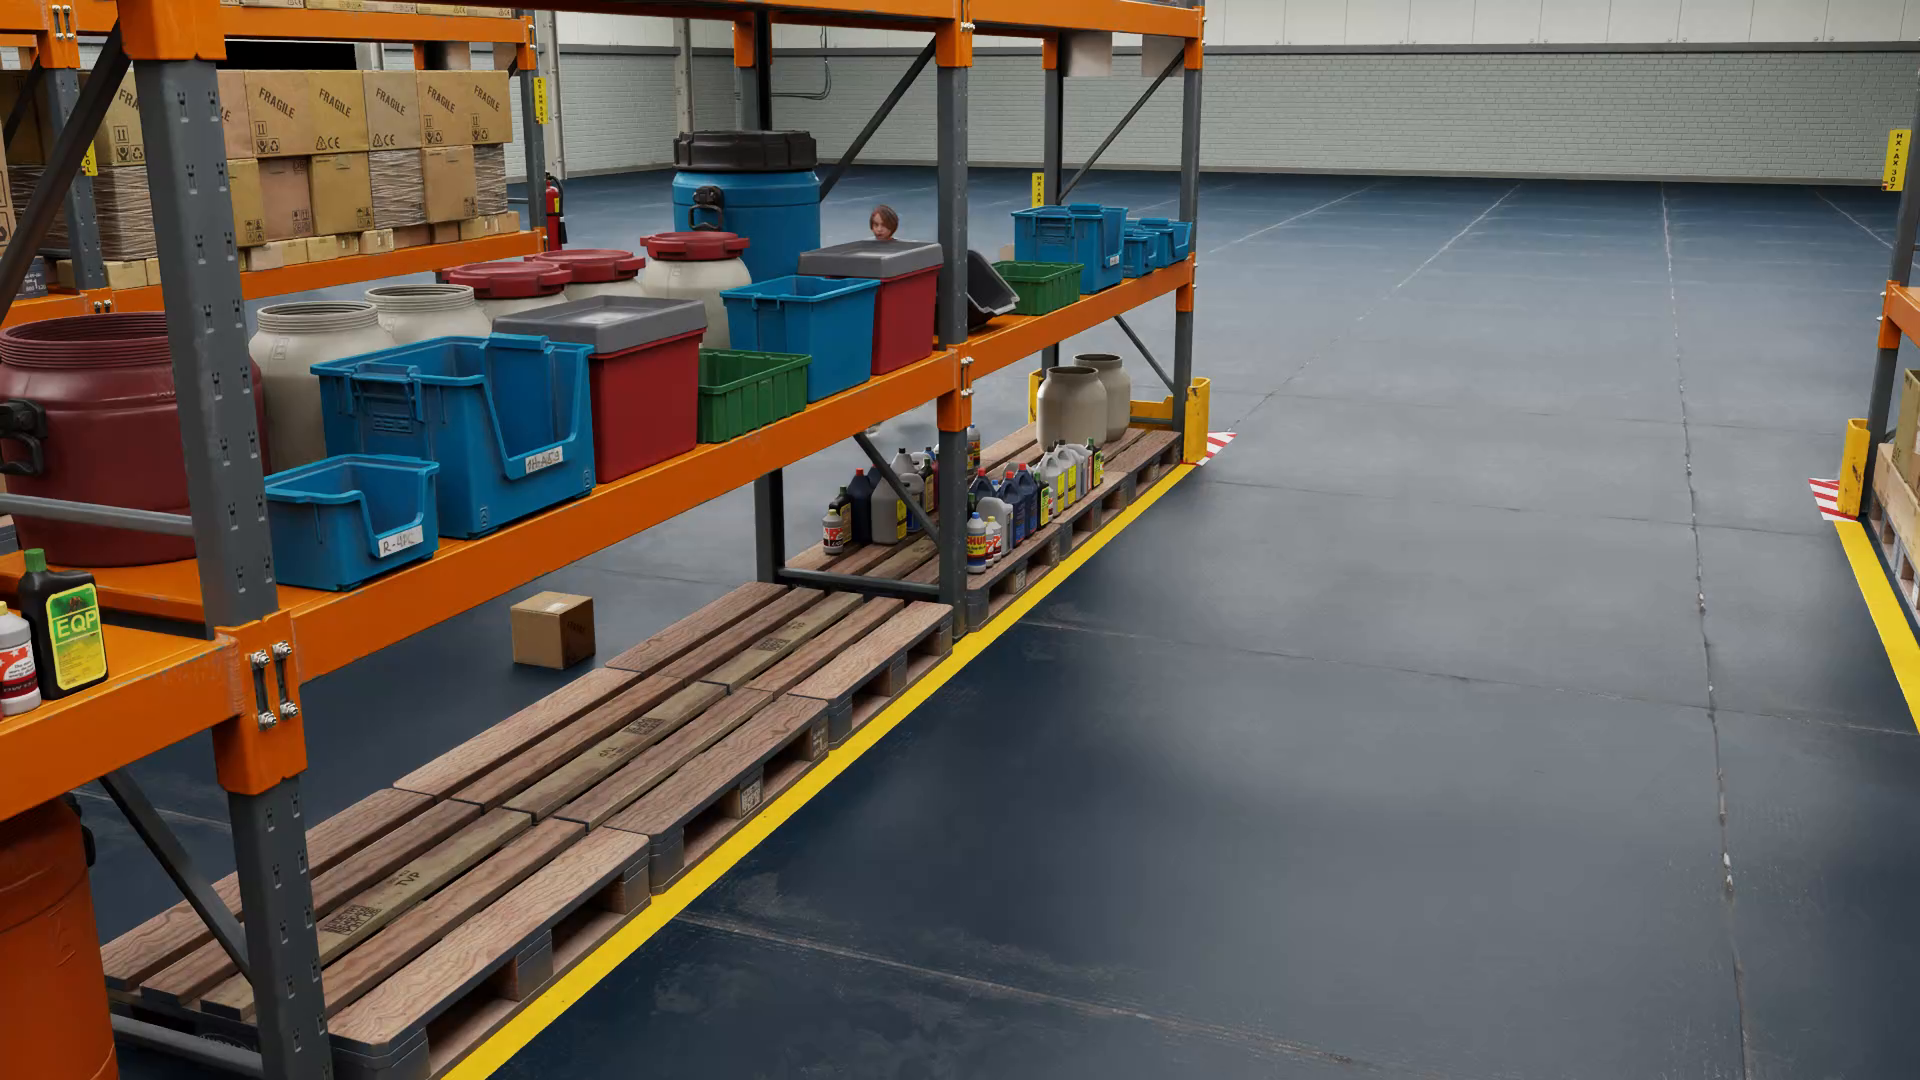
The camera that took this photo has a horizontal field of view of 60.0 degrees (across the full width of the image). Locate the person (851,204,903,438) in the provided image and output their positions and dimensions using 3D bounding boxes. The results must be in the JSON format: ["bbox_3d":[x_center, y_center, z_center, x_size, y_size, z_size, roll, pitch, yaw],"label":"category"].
[{"bbox_3d":[-0.517,-1.519,11.420,0.418,1.559,0.832,10,19,32],"label":"person"}]
